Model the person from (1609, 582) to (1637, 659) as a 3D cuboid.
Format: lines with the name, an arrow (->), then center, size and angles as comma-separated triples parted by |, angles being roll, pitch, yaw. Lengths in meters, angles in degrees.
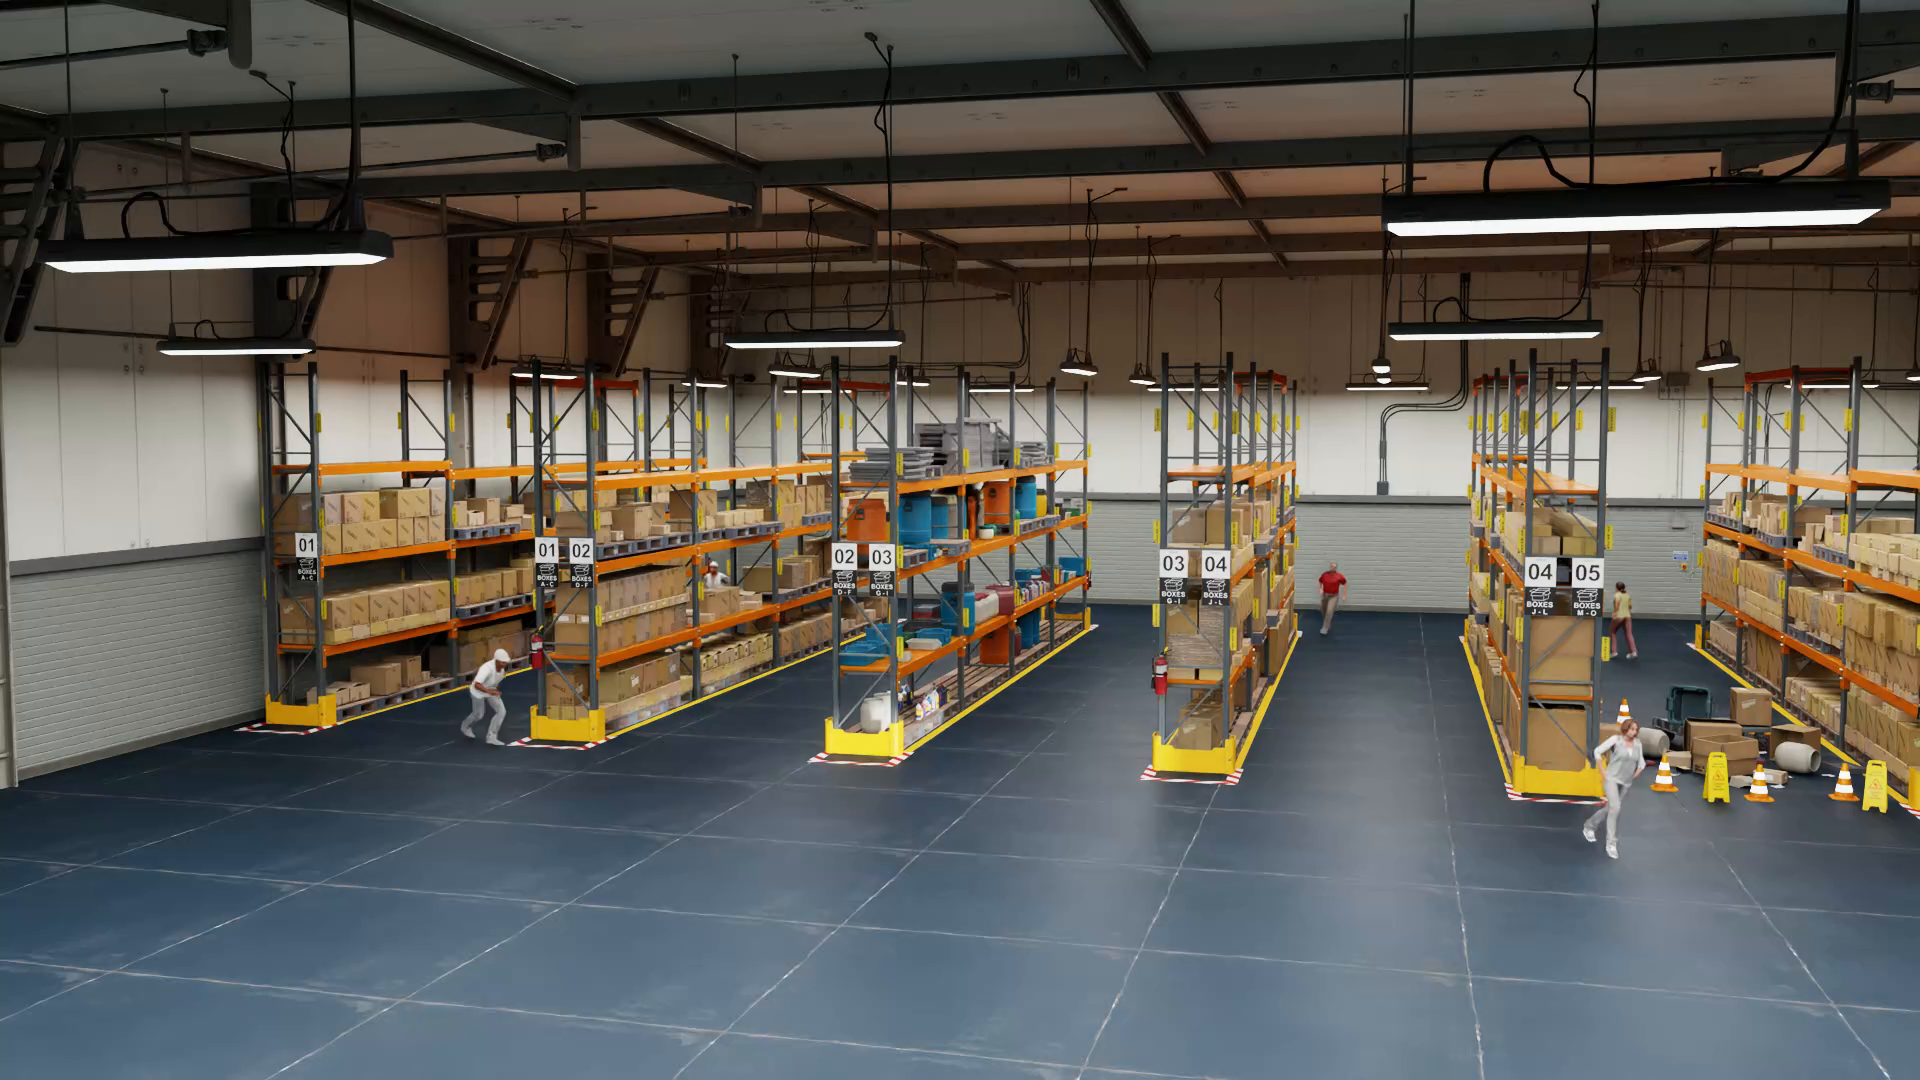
person -> 14.016, 1.713, 35.131 | 0.572, 1.640, 0.941 | -1, 4, -7

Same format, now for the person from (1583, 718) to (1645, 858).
person -> 7.679, 2.842, 19.445 | 0.635, 1.549, 0.824 | -1, 4, -15

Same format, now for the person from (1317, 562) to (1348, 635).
person -> 8.704, 1.375, 39.036 | 0.691, 1.718, 0.996 | 3, 5, 32

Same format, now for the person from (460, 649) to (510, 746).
person -> -7.423, 2.427, 25.868 | 1.201, 1.541, 0.683 | 3, 5, 32

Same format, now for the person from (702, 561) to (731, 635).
person -> -5.711, 1.382, 38.794 | 0.641, 1.766, 0.777 | 1, 4, 14
